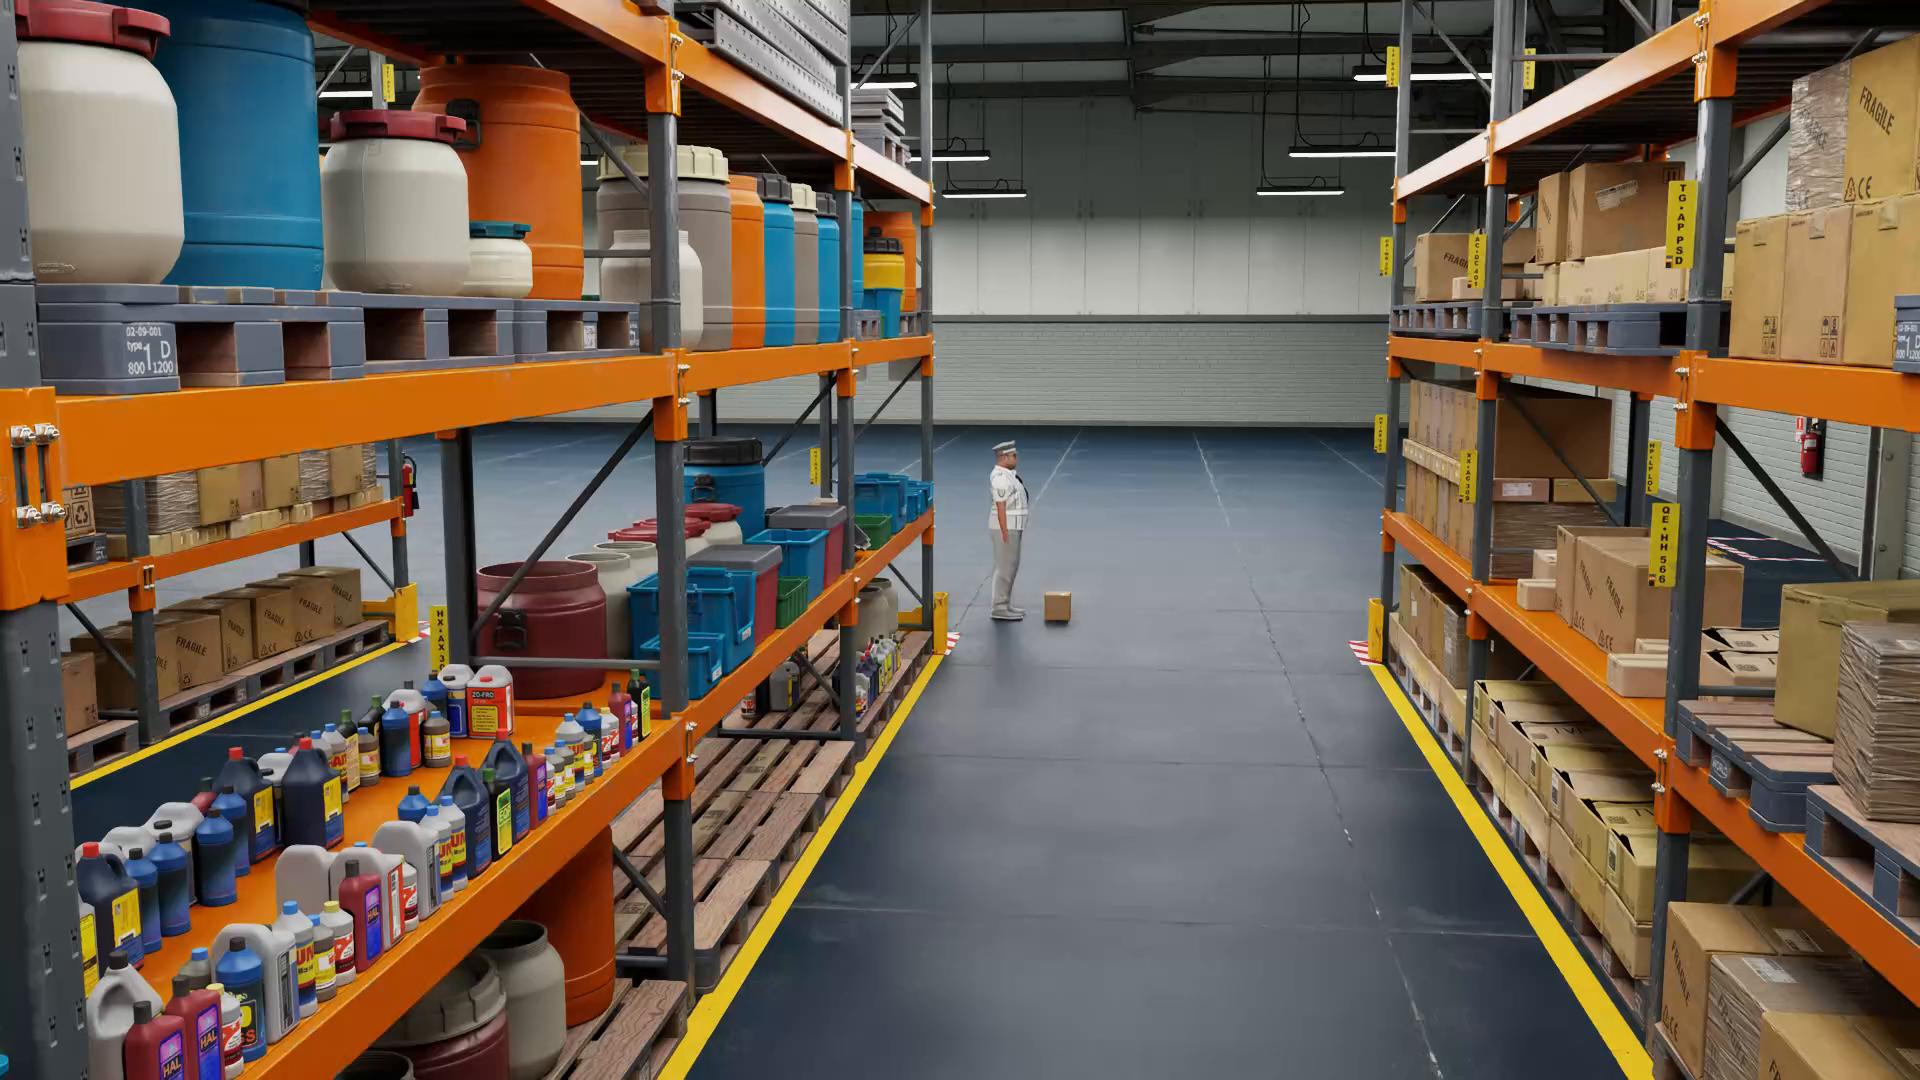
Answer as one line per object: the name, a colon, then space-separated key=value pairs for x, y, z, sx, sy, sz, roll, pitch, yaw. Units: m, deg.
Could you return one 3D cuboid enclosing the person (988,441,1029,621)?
person: x=0.480 y=-0.101 z=16.518 sx=0.394 sy=1.765 sz=0.525 roll=1 pitch=8 yaw=8
